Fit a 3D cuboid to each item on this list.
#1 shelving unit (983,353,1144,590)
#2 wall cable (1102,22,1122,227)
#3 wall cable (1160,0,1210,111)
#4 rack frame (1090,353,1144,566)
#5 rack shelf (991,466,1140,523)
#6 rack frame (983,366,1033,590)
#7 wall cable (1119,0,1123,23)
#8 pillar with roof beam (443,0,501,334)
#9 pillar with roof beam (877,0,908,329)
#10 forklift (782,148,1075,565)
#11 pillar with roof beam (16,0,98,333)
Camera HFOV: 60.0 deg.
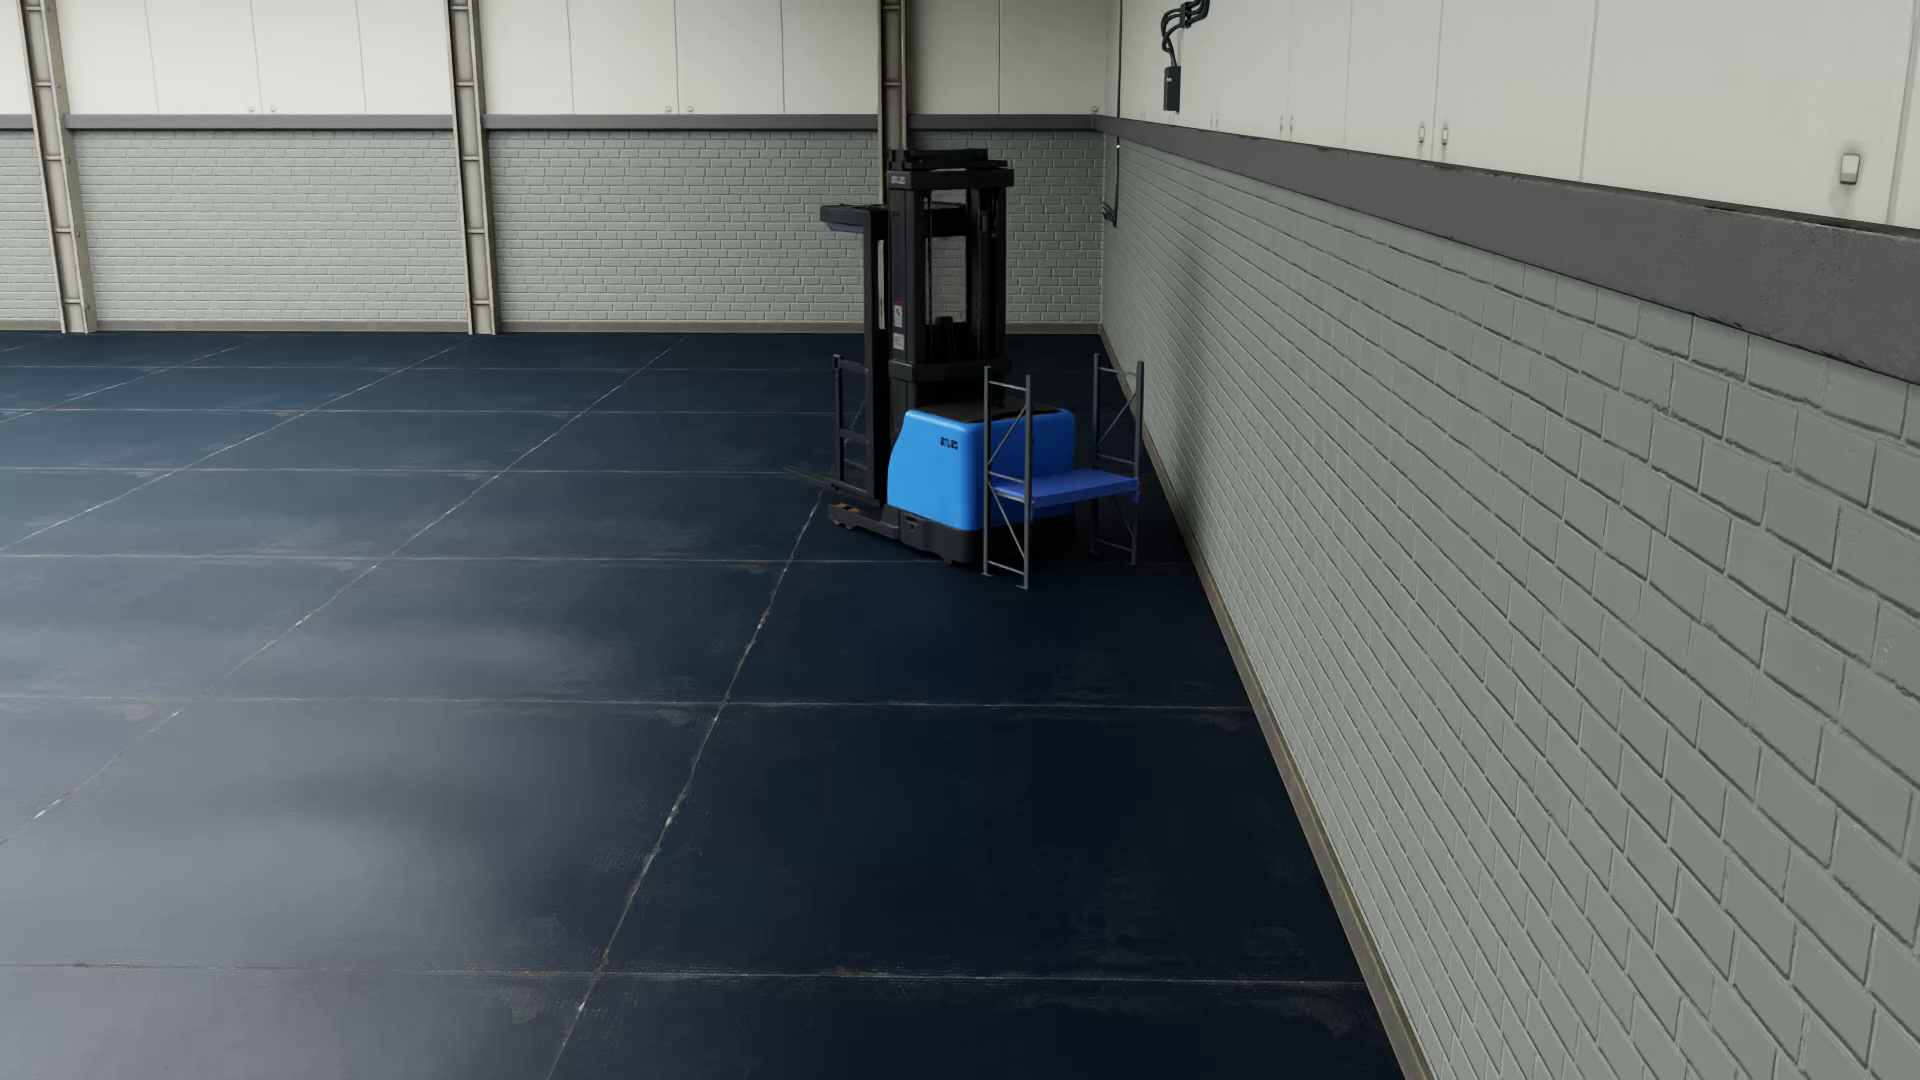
[{"bbox_3d":[0.735,-0.508,11.827,1.048,1.500,0.538,-11,18,-36],"label":"shelving unit"},{"bbox_3d":[1.968,-5.482,22.064,0.112,2.526,3.097,0,15,1],"label":"wall cable"},{"bbox_3d":[1.710,-6.207,12.058,0.169,6.003,2.305,0,15,1],"label":"wall cable"},{"bbox_3d":[1.140,-0.587,12.124,0.032,1.500,0.500,-11,18,-36],"label":"rack frame"},{"bbox_3d":[0.735,-0.335,11.873,1.000,0.185,0.538,-11,18,-36],"label":"rack shelf"},{"bbox_3d":[0.329,-0.430,11.531,0.032,1.500,0.500,-11,18,-36],"label":"rack frame"},{"bbox_3d":[1.899,-7.234,18.805,0.112,2.526,3.097,0,15,1],"label":"wall cable"},{"bbox_3d":[-7.051,-6.281,19.006,0.400,9.000,9.100,0,15,1],"label":"pillar with roof beam"},{"bbox_3d":[-1.053,-6.242,18.858,0.400,9.000,9.100,0,15,1],"label":"pillar with roof beam"},{"bbox_3d":[-0.393,-1.561,13.011,1.130,2.935,3.031,-10,18,-34],"label":"forklift"},{"bbox_3d":[-13.049,-6.320,19.154,0.400,9.000,9.100,0,15,1],"label":"pillar with roof beam"}]
